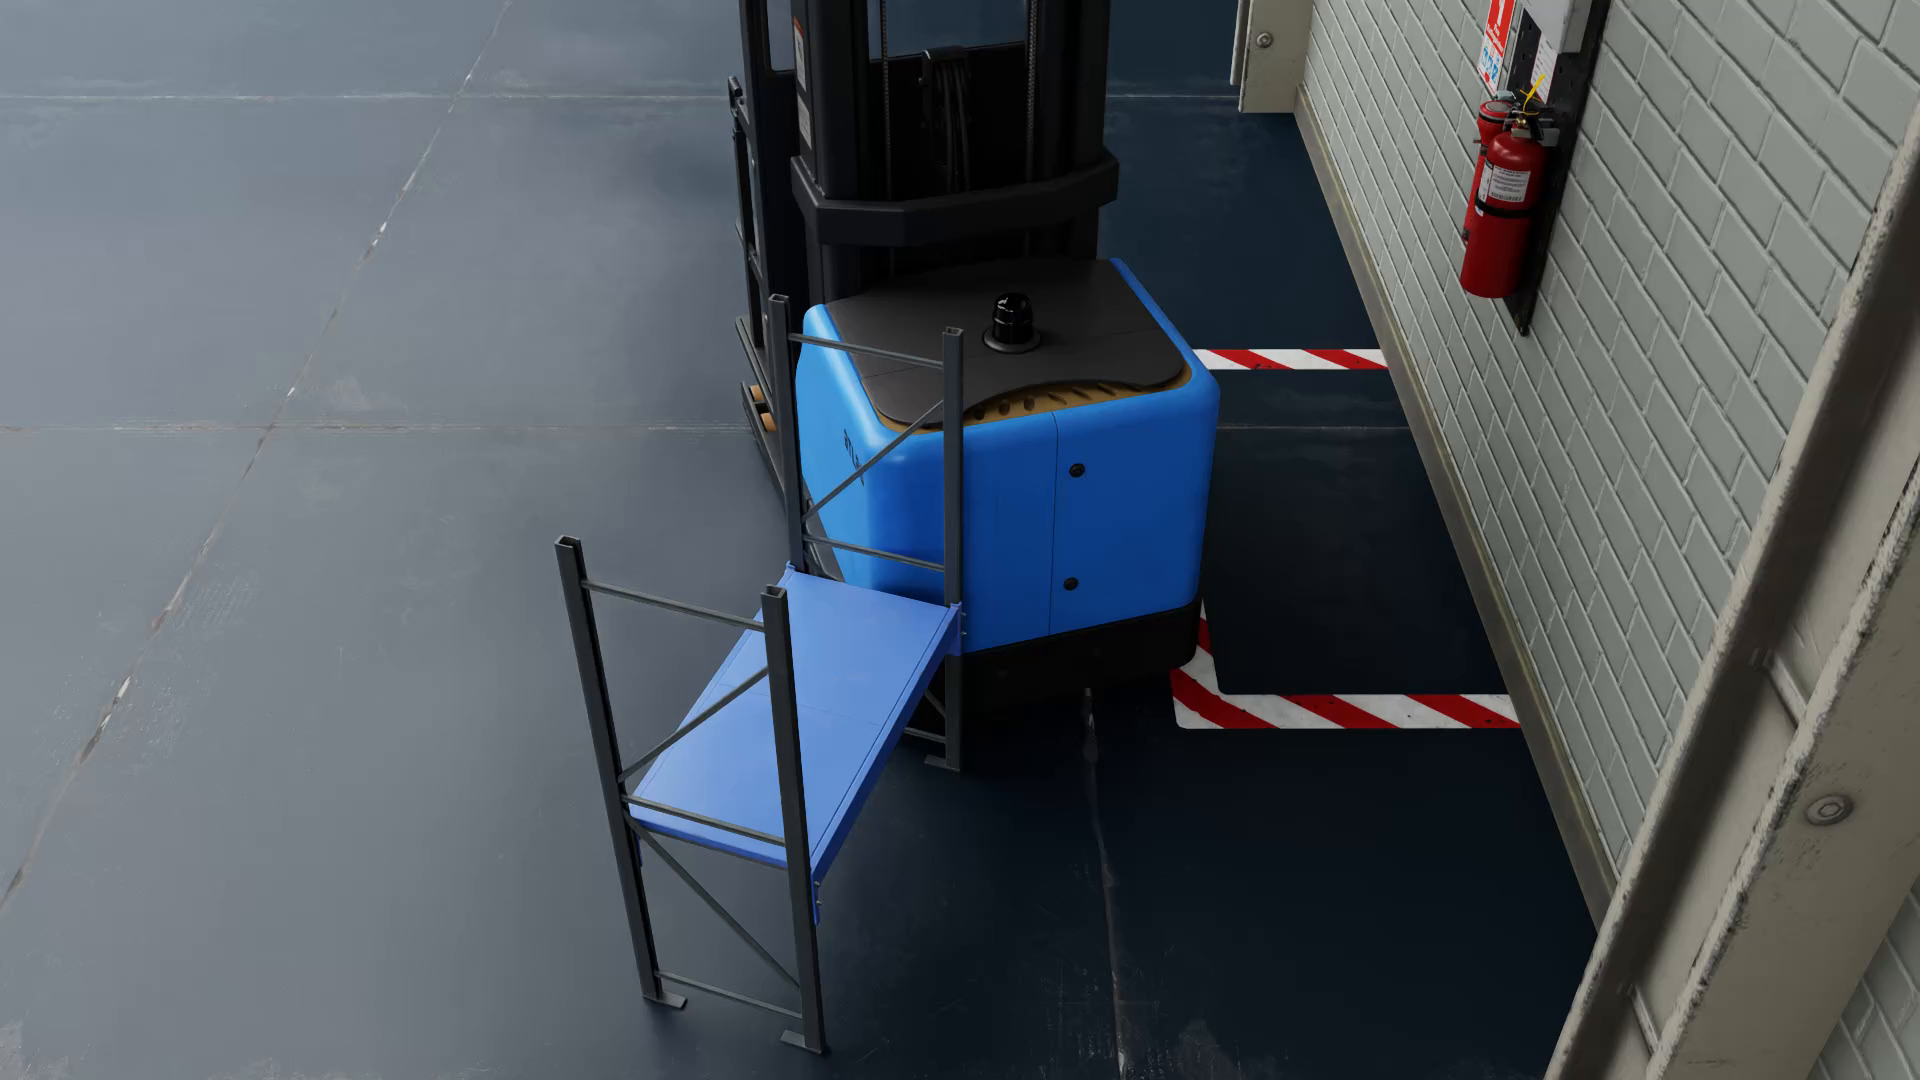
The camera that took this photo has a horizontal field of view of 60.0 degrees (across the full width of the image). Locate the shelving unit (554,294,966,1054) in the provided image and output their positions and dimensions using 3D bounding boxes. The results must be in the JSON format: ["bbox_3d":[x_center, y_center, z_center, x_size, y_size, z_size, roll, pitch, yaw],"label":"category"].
[{"bbox_3d":[-0.404,0.337,4.130,0.538,1.500,1.048,13,40,15],"label":"shelving unit"}]

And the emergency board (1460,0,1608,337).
[{"bbox_3d":[1.621,-1.264,4.929,0.194,1.169,0.643,0,39,0],"label":"emergency board"}]

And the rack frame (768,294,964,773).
[{"bbox_3d":[-0.232,0.038,4.503,0.500,1.500,0.032,13,40,15],"label":"rack frame"}]

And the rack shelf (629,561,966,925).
[{"bbox_3d":[-0.404,0.477,4.243,0.538,0.185,1.000,13,40,15],"label":"rack shelf"}]

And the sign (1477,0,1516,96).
[{"bbox_3d":[1.724,-1.624,5.349,0.001,0.329,0.234,0,39,0],"label":"sign"}]

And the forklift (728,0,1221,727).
[{"bbox_3d":[-0.186,-1.515,5.297,1.130,2.935,3.031,-11,40,-13],"label":"forklift"}]

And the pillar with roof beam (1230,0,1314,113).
[{"bbox_3d":[-2.726,-5.809,5.803,9.100,9.000,0.400,0,39,0],"label":"pillar with roof beam"}]

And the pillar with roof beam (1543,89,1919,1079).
[{"bbox_3d":[-2.719,-2.057,1.121,9.100,9.000,0.400,0,39,0],"label":"pillar with roof beam"}]

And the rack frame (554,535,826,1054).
[{"bbox_3d":[-0.577,0.636,3.757,0.500,1.500,0.032,13,40,15],"label":"rack frame"}]
